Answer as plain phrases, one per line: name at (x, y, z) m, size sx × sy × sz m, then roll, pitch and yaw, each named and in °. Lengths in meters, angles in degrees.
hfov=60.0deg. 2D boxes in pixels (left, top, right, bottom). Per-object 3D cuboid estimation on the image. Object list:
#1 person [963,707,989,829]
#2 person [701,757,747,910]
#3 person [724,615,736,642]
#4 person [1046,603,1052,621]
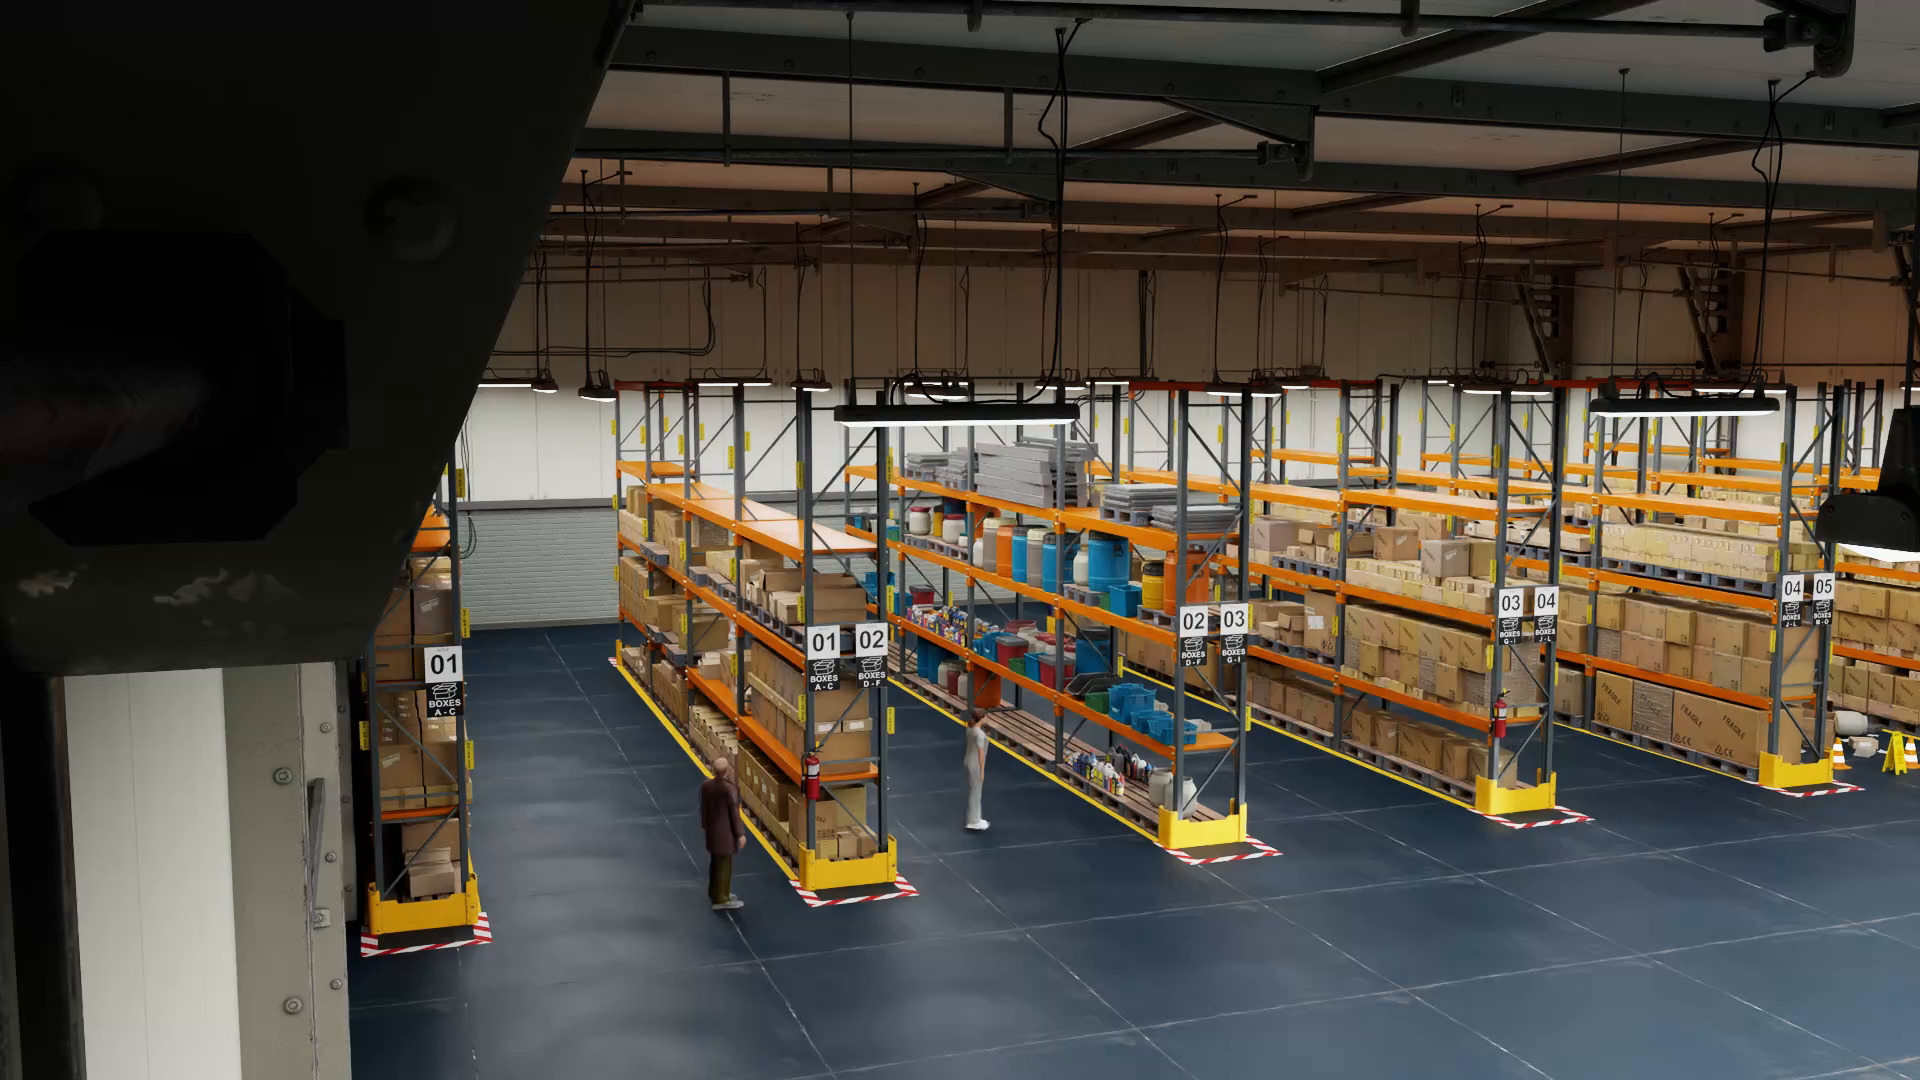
person at (0.247, 3.111, 22.677) m, size 0.357 × 1.669 × 0.471 m, roll -2°, pitch 6°, yaw -21°
person at (-2.727, 3.407, 19.388) m, size 0.465 × 1.790 × 0.641 m, roll -4°, pitch 7°, yaw -34°
person at (-4.506, 1.893, 33.571) m, size 0.550 × 1.787 × 0.574 m, roll -1°, pitch 6°, yaw -9°
person at (2.315, 1.180, 40.937) m, size 0.504 × 1.629 × 0.503 m, roll 3°, pitch 7°, yaw 25°
